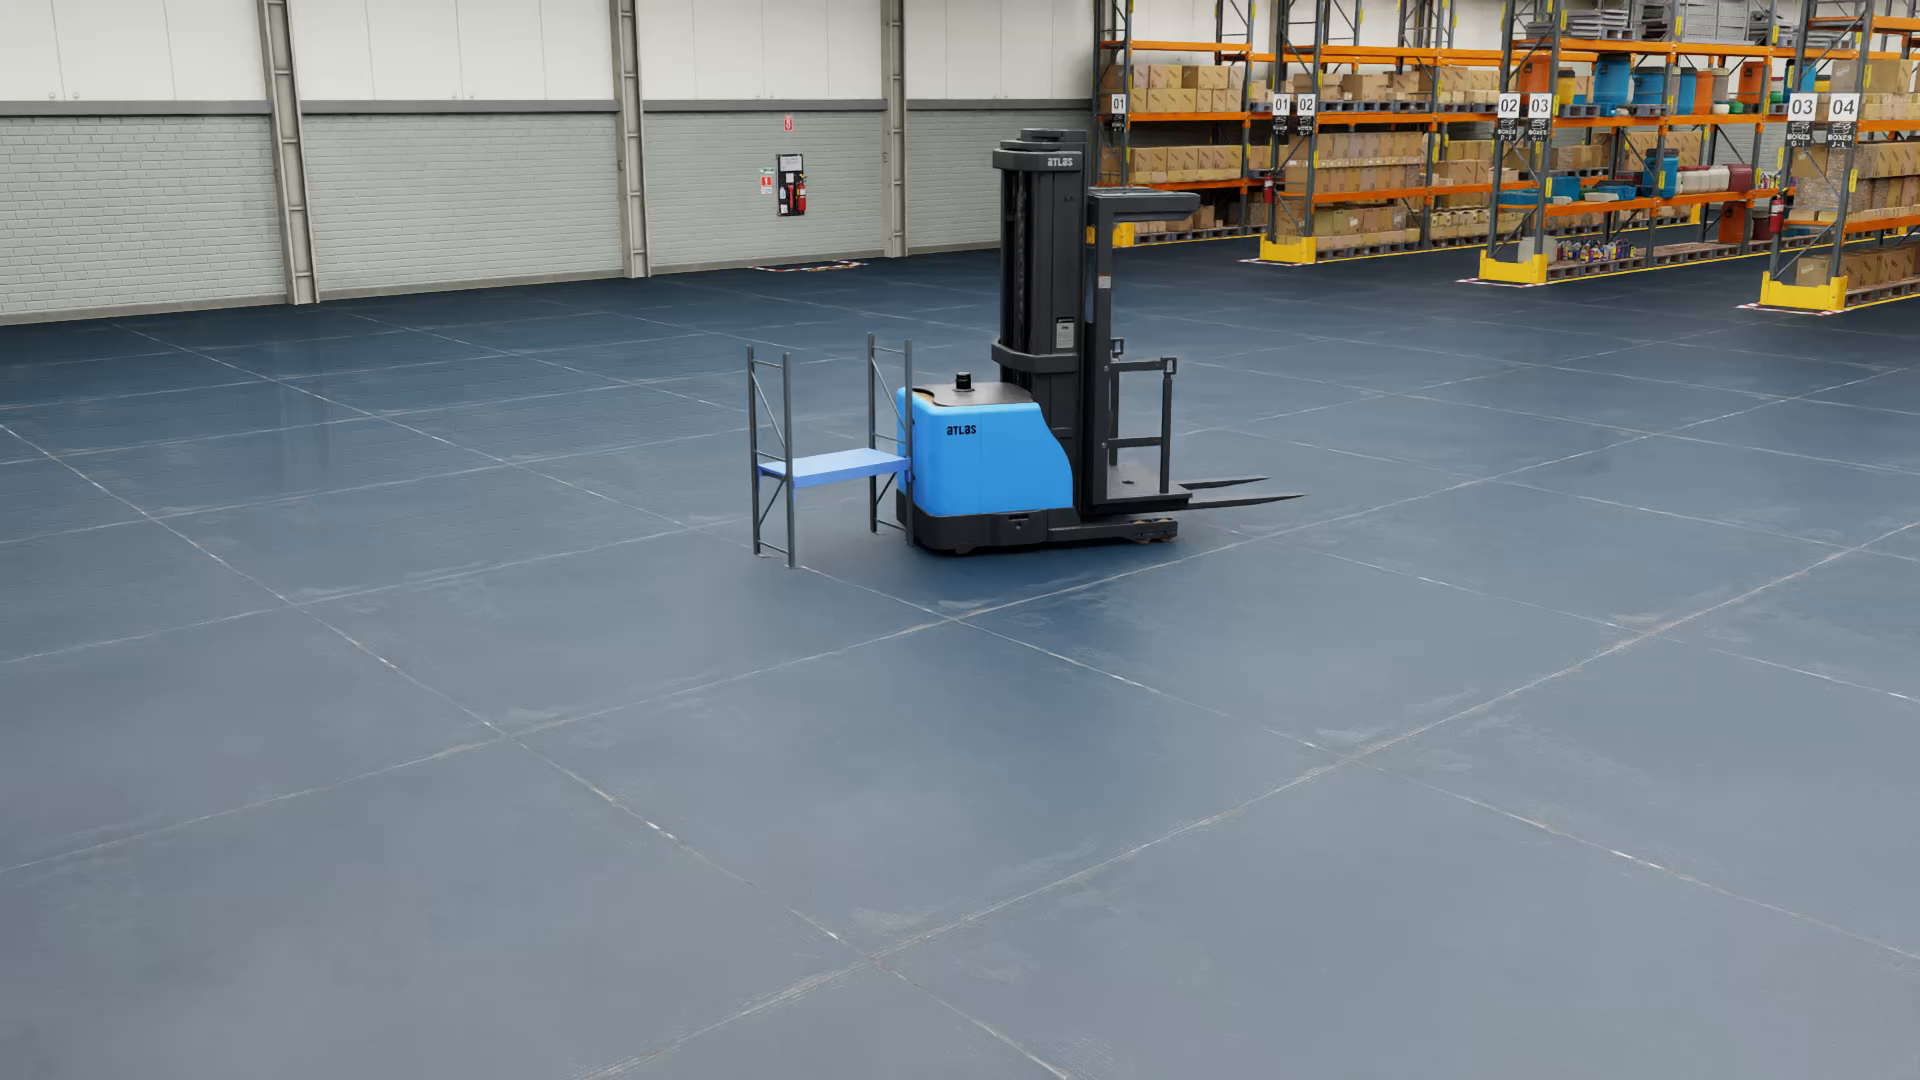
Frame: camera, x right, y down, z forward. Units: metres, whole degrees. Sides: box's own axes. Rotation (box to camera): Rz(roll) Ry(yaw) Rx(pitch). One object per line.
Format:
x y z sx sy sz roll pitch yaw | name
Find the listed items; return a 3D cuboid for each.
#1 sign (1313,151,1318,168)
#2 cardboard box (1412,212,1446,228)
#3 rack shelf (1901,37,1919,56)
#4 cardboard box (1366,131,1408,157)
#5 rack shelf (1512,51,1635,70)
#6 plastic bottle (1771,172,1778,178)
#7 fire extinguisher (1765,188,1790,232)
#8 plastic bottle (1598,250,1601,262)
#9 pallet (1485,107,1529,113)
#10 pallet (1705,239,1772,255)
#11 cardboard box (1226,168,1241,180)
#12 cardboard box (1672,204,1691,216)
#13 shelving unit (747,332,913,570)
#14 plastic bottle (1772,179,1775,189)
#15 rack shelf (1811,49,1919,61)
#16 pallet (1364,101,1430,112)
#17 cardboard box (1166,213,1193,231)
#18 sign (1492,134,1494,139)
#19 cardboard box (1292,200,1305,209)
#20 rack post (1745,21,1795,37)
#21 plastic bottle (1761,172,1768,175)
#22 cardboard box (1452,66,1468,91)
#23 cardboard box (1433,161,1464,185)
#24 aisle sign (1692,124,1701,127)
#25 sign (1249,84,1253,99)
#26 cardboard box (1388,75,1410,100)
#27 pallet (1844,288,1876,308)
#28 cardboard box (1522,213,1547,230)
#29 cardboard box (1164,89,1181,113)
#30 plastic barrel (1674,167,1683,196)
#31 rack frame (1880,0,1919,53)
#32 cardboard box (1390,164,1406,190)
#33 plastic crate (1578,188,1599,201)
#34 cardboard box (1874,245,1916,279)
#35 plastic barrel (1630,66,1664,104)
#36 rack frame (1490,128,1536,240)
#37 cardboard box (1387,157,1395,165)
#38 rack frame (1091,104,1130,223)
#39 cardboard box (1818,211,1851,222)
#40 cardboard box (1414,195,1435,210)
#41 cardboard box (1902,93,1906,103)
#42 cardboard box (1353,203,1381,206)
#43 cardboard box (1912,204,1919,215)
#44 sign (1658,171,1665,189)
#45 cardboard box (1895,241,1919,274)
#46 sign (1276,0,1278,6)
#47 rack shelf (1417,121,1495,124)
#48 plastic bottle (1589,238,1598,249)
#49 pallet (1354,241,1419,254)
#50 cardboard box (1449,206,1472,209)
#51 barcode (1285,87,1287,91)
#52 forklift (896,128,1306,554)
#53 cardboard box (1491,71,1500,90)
6.866 -7.341 32.088 0.005 0.325 0.100 -13 19 -39 | sign
9.999 -6.838 35.464 0.500 0.311 0.500 -13 19 -39 | cardboard box
17.533 -8.438 28.572 4.000 0.370 1.077 -13 19 -39 | rack shelf
8.813 -8.184 34.368 0.500 0.500 0.700 -13 20 -39 | cardboard box
14.050 -11.045 38.331 4.000 0.370 1.077 -13 19 -39 | rack shelf
17.610 -7.811 35.918 0.135 0.276 0.152 -13 19 -39 | plastic bottle
12.618 -5.097 25.669 0.183 0.674 0.296 -13 19 -39 | fire extinguisher
11.736 -5.227 30.577 0.097 0.201 0.097 0 15 0 | plastic bottle
12.088 -9.574 36.834 1.003 0.211 1.213 -12 19 -37 | pallet
16.358 -6.178 34.970 1.213 0.211 1.003 -13 19 -39 | pallet
6.111 -8.433 38.259 0.500 0.250 0.500 -13 19 -39 | cardboard box
18.328 -8.569 42.507 0.500 0.500 0.500 -13 19 -39 | cardboard box
-0.905 -0.652 11.784 1.048 1.500 0.538 -12 19 -37 | shelving unit
16.884 -7.413 34.576 0.097 0.201 0.097 0 15 0 | plastic bottle
20.316 -10.758 37.255 4.000 0.370 1.077 -13 19 -39 | rack shelf
8.897 -8.928 34.220 1.213 0.211 1.003 -13 19 -39 | pallet
4.849 -7.273 37.656 0.500 0.500 0.700 -14 21 -43 | cardboard box
14.962 -11.233 46.660 0.005 0.325 0.100 -13 19 -39 | sign
7.957 -8.031 40.494 0.500 0.500 0.700 -13 20 -40 | cardboard box
16.310 -10.376 33.805 0.937 0.300 0.954 -13 19 -39 | rack post
17.335 -7.801 35.882 0.135 0.276 0.152 -13 19 -39 | plastic bottle
10.429 -9.811 35.377 0.500 0.500 0.500 -10 18 -34 | cardboard box
10.511 -7.935 35.952 0.500 0.500 0.500 -11 18 -35 | cardboard box
18.829 -10.912 42.250 0.004 0.787 0.394 -13 19 -39 | aisle sign
6.631 -10.229 37.919 0.005 0.325 0.100 -13 19 -39 | sign
8.971 -9.405 34.556 0.500 0.500 0.500 -11 18 -35 | cardboard box
13.700 -3.860 26.294 1.213 0.211 1.003 -13 19 -39 | pallet
13.072 -7.375 38.038 0.500 0.500 0.500 -12 19 -37 | cardboard box
4.486 -9.645 36.501 0.500 0.500 0.500 -12 19 -37 | cardboard box
13.638 -6.891 31.972 0.433 0.535 0.433 0 15 0 | plastic barrel
21.825 -11.637 38.379 0.127 3.000 1.000 -13 19 -39 | rack frame
8.800 -7.552 34.517 0.500 0.500 0.700 -13 20 -40 | cardboard box
11.563 -6.429 30.915 0.662 0.188 0.450 -13 19 -39 | plastic crate
15.696 -4.677 27.977 0.500 0.500 0.500 -13 20 -41 | cardboard box
13.014 -8.526 31.572 0.708 0.901 0.600 -13 19 -39 | plastic barrel
12.541 -8.348 37.692 0.127 3.000 1.000 -13 19 -39 | rack frame
8.691 -7.773 34.086 0.250 0.149 0.380 -13 20 -40 | cardboard box
3.252 -7.957 36.226 0.127 3.000 1.000 -13 19 -39 | rack frame
13.378 -4.945 25.436 0.250 0.149 0.380 -13 19 -39 | cardboard box
11.899 -9.019 43.553 0.750 0.750 0.750 -12 19 -39 | cardboard box
14.527 -6.900 25.975 0.250 0.149 0.380 -13 20 -40 | cardboard box
8.596 -6.804 34.970 0.500 0.500 0.500 -13 19 -39 | cardboard box
15.516 -5.391 27.109 0.250 0.149 0.380 -13 19 -39 | cardboard box
13.125 -6.731 31.099 0.005 0.325 0.100 -13 19 -39 | sign
16.501 -4.846 28.572 0.700 0.500 0.500 14 21 43 | cardboard box
6.161 -10.489 32.118 0.005 0.325 0.100 -13 19 -39 | sign
13.813 -11.430 44.811 4.000 0.370 1.077 -13 19 -39 | rack shelf
11.986 -5.555 31.513 0.185 0.351 0.144 -13 19 -39 | plastic bottle
8.896 -6.197 35.041 1.213 0.211 1.003 -13 19 -39 | pallet
11.177 -7.286 37.141 0.500 0.311 0.500 -13 20 -41 | cardboard box
6.417 -8.868 32.699 0.075 0.075 0.001 -13 19 -39 | barcode
1.092 -1.514 12.238 3.031 2.935 1.130 -4 16 -16 | forklift
14.176 -12.308 44.533 0.500 0.500 0.500 -14 20 -42 | cardboard box
